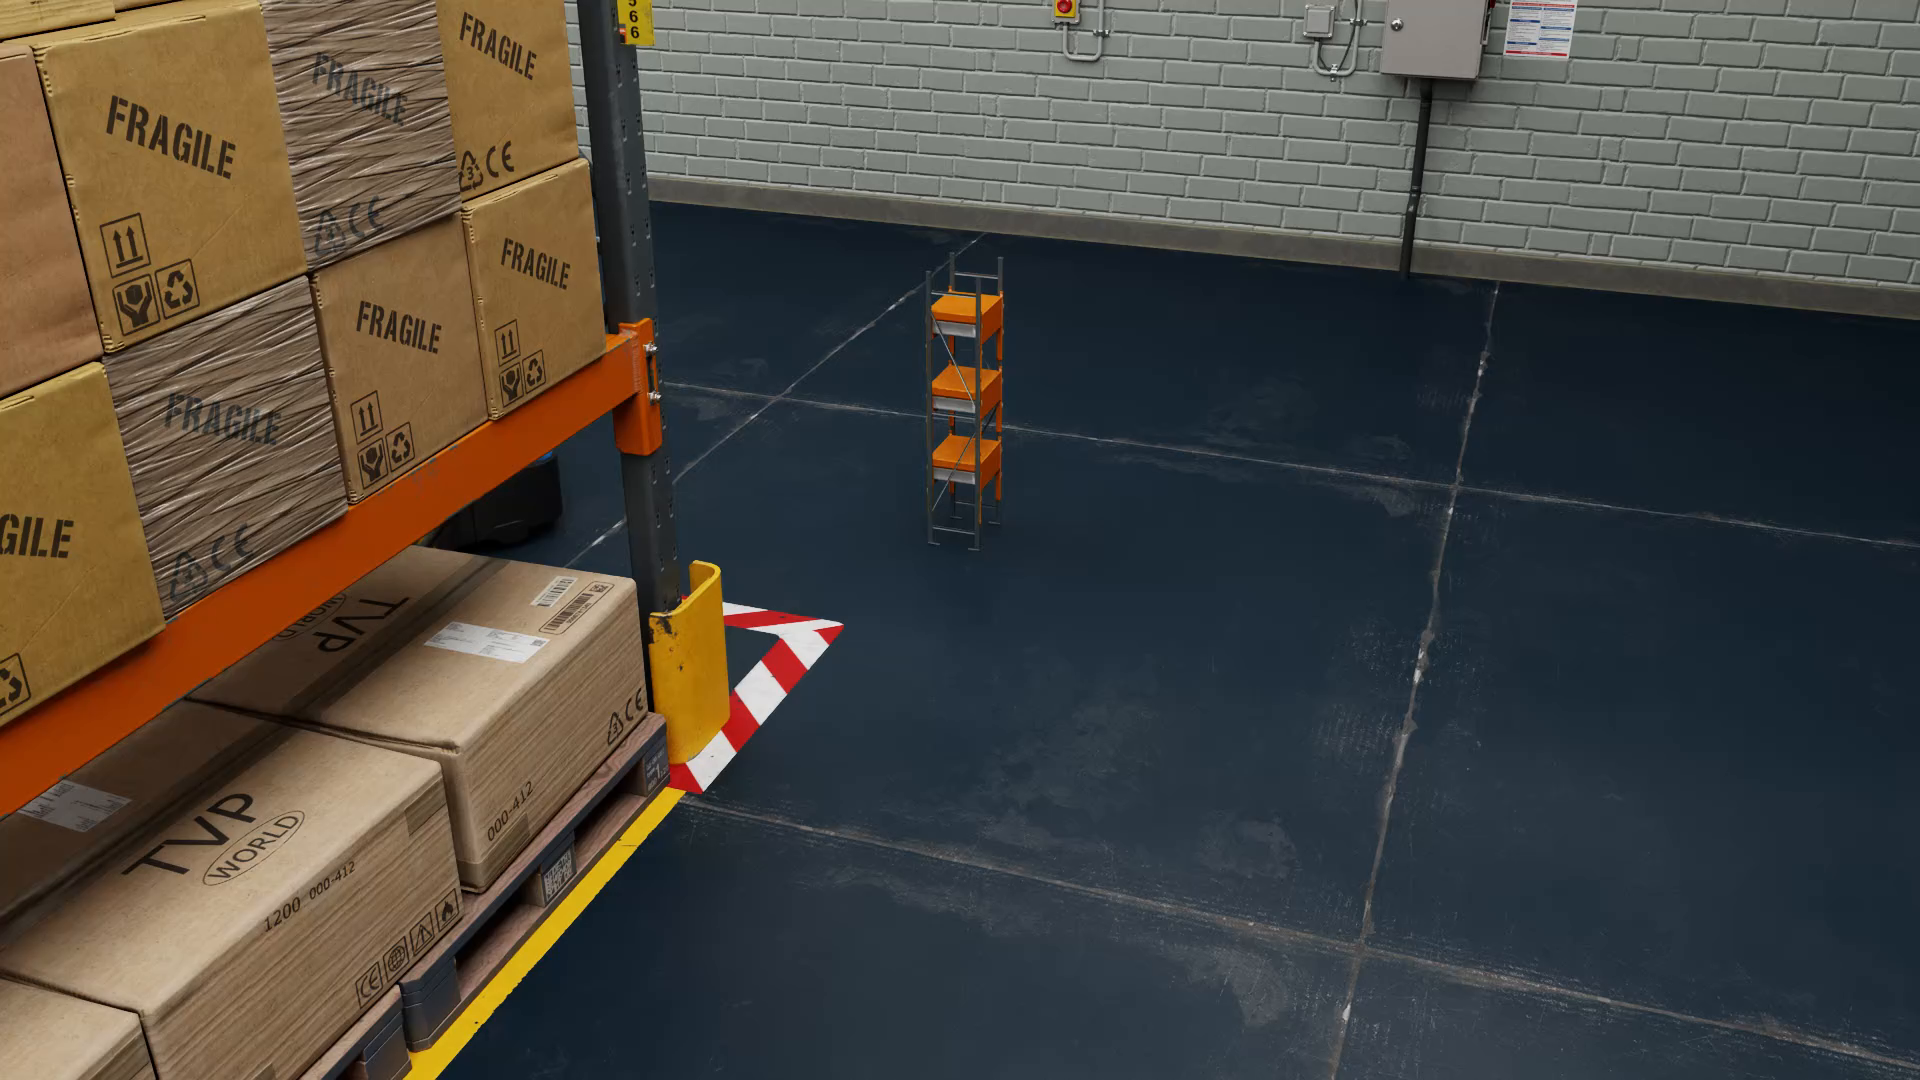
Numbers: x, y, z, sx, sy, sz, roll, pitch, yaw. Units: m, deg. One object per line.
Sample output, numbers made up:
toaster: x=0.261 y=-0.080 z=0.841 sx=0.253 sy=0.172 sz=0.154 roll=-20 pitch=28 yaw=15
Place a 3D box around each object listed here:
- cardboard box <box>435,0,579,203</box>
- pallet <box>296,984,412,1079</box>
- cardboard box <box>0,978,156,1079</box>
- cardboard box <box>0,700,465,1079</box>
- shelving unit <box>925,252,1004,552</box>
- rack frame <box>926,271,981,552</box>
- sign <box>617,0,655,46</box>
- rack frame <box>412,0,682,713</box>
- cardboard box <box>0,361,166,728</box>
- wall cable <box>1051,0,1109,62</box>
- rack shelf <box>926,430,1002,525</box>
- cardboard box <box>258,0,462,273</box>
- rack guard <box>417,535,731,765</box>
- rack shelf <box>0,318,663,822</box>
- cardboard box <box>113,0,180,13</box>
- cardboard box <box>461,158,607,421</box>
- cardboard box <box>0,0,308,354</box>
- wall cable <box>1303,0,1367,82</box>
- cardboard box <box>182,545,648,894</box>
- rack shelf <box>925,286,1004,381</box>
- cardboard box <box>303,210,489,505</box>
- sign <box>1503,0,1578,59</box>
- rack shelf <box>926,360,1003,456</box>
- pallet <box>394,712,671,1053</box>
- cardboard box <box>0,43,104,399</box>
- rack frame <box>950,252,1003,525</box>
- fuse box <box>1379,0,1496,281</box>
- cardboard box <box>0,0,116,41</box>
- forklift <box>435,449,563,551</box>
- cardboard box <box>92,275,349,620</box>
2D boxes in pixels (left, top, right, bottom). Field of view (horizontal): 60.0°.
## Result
cardboard box: x=-1.242 y=-1.089 z=3.795 sx=0.500 sy=0.500 sz=0.500 roll=10 pitch=27 yaw=19
pallet: x=-1.906 y=1.268 z=3.389 sx=1.003 sy=0.211 sz=1.213 roll=9 pitch=27 yaw=17
cardboard box: x=-2.030 y=1.171 z=2.848 sx=0.875 sy=0.438 sz=0.875 roll=8 pitch=27 yaw=16
cardboard box: x=-1.728 y=0.800 z=3.613 sx=0.875 sy=0.438 sz=0.875 roll=9 pitch=27 yaw=19
shelving unit: x=0.018 y=-0.495 z=6.067 sx=0.215 sy=1.050 sz=0.252 roll=9 pitch=27 yaw=17
rack frame: x=-0.023 y=-0.444 z=5.963 sx=0.200 sy=1.050 sz=0.008 roll=9 pitch=27 yaw=17
sign: x=-0.799 y=-1.370 z=4.037 sx=0.100 sy=0.325 sz=0.005 roll=9 pitch=27 yaw=17
rack frame: x=-1.306 y=-0.827 z=4.515 sx=1.000 sy=3.000 sz=0.127 roll=9 pitch=27 yaw=17
cardboard box: x=-1.720 y=-0.004 z=2.702 sx=0.500 sy=0.500 sz=0.500 roll=10 pitch=27 yaw=19
wall cable: x=0.548 y=-3.619 z=9.080 sx=0.585 sy=1.953 sz=0.123 roll=9 pitch=27 yaw=17
rack shelf: x=0.018 y=-0.235 z=6.192 sx=0.215 sy=0.259 sz=0.240 roll=9 pitch=27 yaw=17
cardboard box: x=-1.388 y=-0.870 z=3.343 sx=0.500 sy=0.500 sz=0.500 roll=9 pitch=27 yaw=18
rack guard: x=-1.298 y=0.288 z=5.081 sx=1.175 sy=0.500 sz=0.348 roll=9 pitch=27 yaw=17
rack shelf: x=-1.972 y=0.319 z=2.975 sx=1.077 sy=0.370 sz=4.000 roll=9 pitch=27 yaw=17
cardboard box: x=-1.581 y=-1.016 z=2.901 sx=0.380 sy=0.149 sz=0.250 roll=8 pitch=27 yaw=17
cardboard box: x=-1.217 y=-0.635 z=4.005 sx=0.500 sy=0.500 sz=0.500 roll=9 pitch=27 yaw=18
cardboard box: x=-1.556 y=-0.667 z=2.924 sx=0.500 sy=0.500 sz=0.500 roll=9 pitch=27 yaw=17
wall cable: x=1.890 y=-3.404 z=8.672 sx=0.588 sy=1.984 sz=0.122 roll=9 pitch=27 yaw=17
cardboard box: x=-1.431 y=0.423 z=4.392 sx=0.875 sy=0.438 sz=0.875 roll=8 pitch=27 yaw=16
rack shelf: x=0.018 y=-0.740 z=5.948 sx=0.215 sy=0.259 sz=0.240 roll=9 pitch=27 yaw=17
cardboard box: x=-1.398 y=-0.431 z=3.583 sx=0.500 sy=0.500 sz=0.500 roll=8 pitch=27 yaw=16
sign: x=3.015 y=-2.753 z=8.604 sx=0.329 sy=0.494 sz=0.001 roll=9 pitch=27 yaw=17
rack shelf: x=0.018 y=-0.485 z=6.071 sx=0.215 sy=0.259 sz=0.240 roll=9 pitch=27 yaw=17
pallet: x=-1.498 y=0.768 z=4.421 sx=1.003 sy=0.211 sz=1.213 roll=9 pitch=27 yaw=17
cardboard box: x=-1.725 y=-0.461 z=2.498 sx=0.500 sy=0.500 sz=0.500 roll=9 pitch=27 yaw=17
rack frame: x=0.058 y=-0.545 z=6.170 sx=0.200 sy=1.050 sz=0.008 roll=9 pitch=27 yaw=17
fuse box: x=2.481 y=-2.203 z=8.836 sx=0.539 sy=1.711 sz=0.414 roll=9 pitch=27 yaw=17
cardboard box: x=-1.610 y=-0.905 z=2.670 sx=0.380 sy=0.149 sz=0.250 roll=9 pitch=27 yaw=19
forklift: x=-2.988 y=-1.133 z=5.227 sx=3.031 sy=2.935 sz=1.130 roll=-18 pitch=31 yaw=-33
cardboard box: x=-1.560 y=-0.218 z=3.144 sx=0.500 sy=0.500 sz=0.500 roll=10 pitch=27 yaw=19
